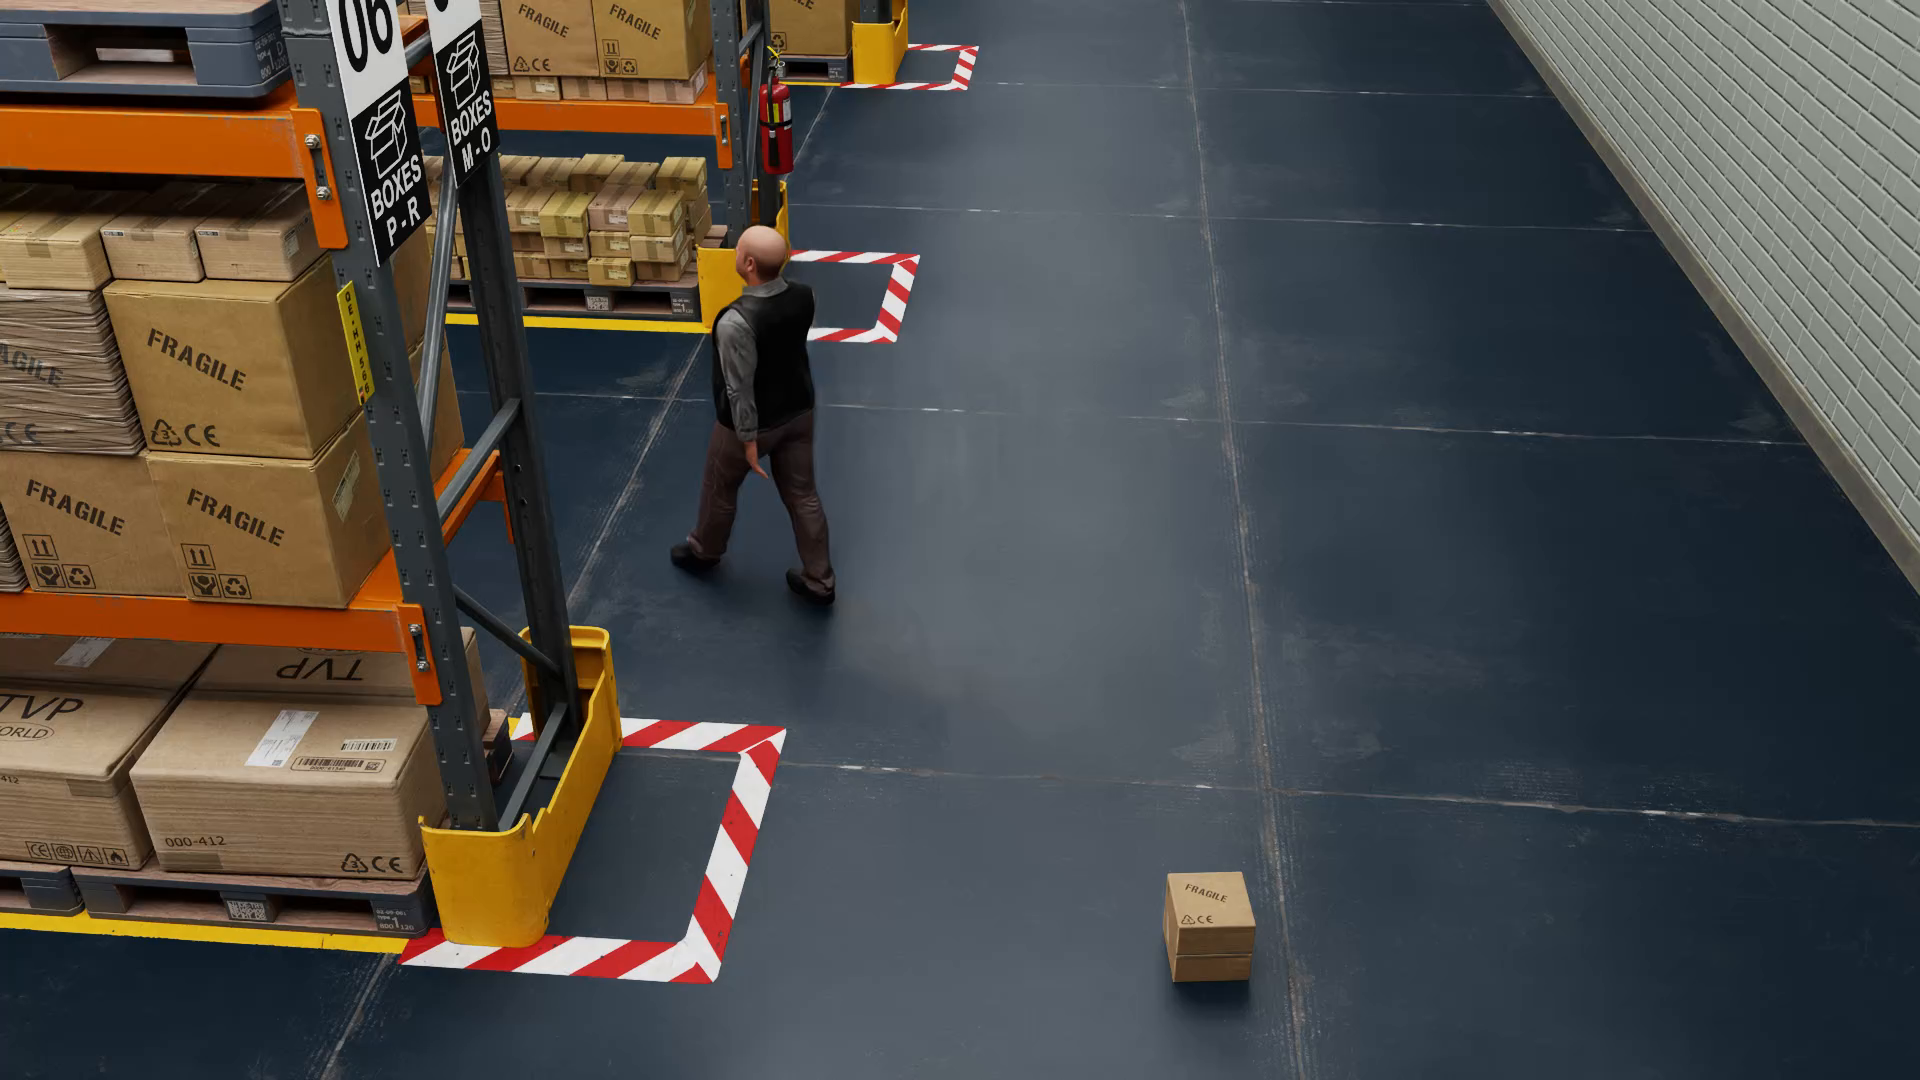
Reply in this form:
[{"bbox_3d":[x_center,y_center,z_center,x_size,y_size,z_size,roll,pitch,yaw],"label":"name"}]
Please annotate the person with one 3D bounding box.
[{"bbox_3d":[-0.893,-0.562,7.054,0.894,1.699,0.539,28,41,37],"label":"person"}]
